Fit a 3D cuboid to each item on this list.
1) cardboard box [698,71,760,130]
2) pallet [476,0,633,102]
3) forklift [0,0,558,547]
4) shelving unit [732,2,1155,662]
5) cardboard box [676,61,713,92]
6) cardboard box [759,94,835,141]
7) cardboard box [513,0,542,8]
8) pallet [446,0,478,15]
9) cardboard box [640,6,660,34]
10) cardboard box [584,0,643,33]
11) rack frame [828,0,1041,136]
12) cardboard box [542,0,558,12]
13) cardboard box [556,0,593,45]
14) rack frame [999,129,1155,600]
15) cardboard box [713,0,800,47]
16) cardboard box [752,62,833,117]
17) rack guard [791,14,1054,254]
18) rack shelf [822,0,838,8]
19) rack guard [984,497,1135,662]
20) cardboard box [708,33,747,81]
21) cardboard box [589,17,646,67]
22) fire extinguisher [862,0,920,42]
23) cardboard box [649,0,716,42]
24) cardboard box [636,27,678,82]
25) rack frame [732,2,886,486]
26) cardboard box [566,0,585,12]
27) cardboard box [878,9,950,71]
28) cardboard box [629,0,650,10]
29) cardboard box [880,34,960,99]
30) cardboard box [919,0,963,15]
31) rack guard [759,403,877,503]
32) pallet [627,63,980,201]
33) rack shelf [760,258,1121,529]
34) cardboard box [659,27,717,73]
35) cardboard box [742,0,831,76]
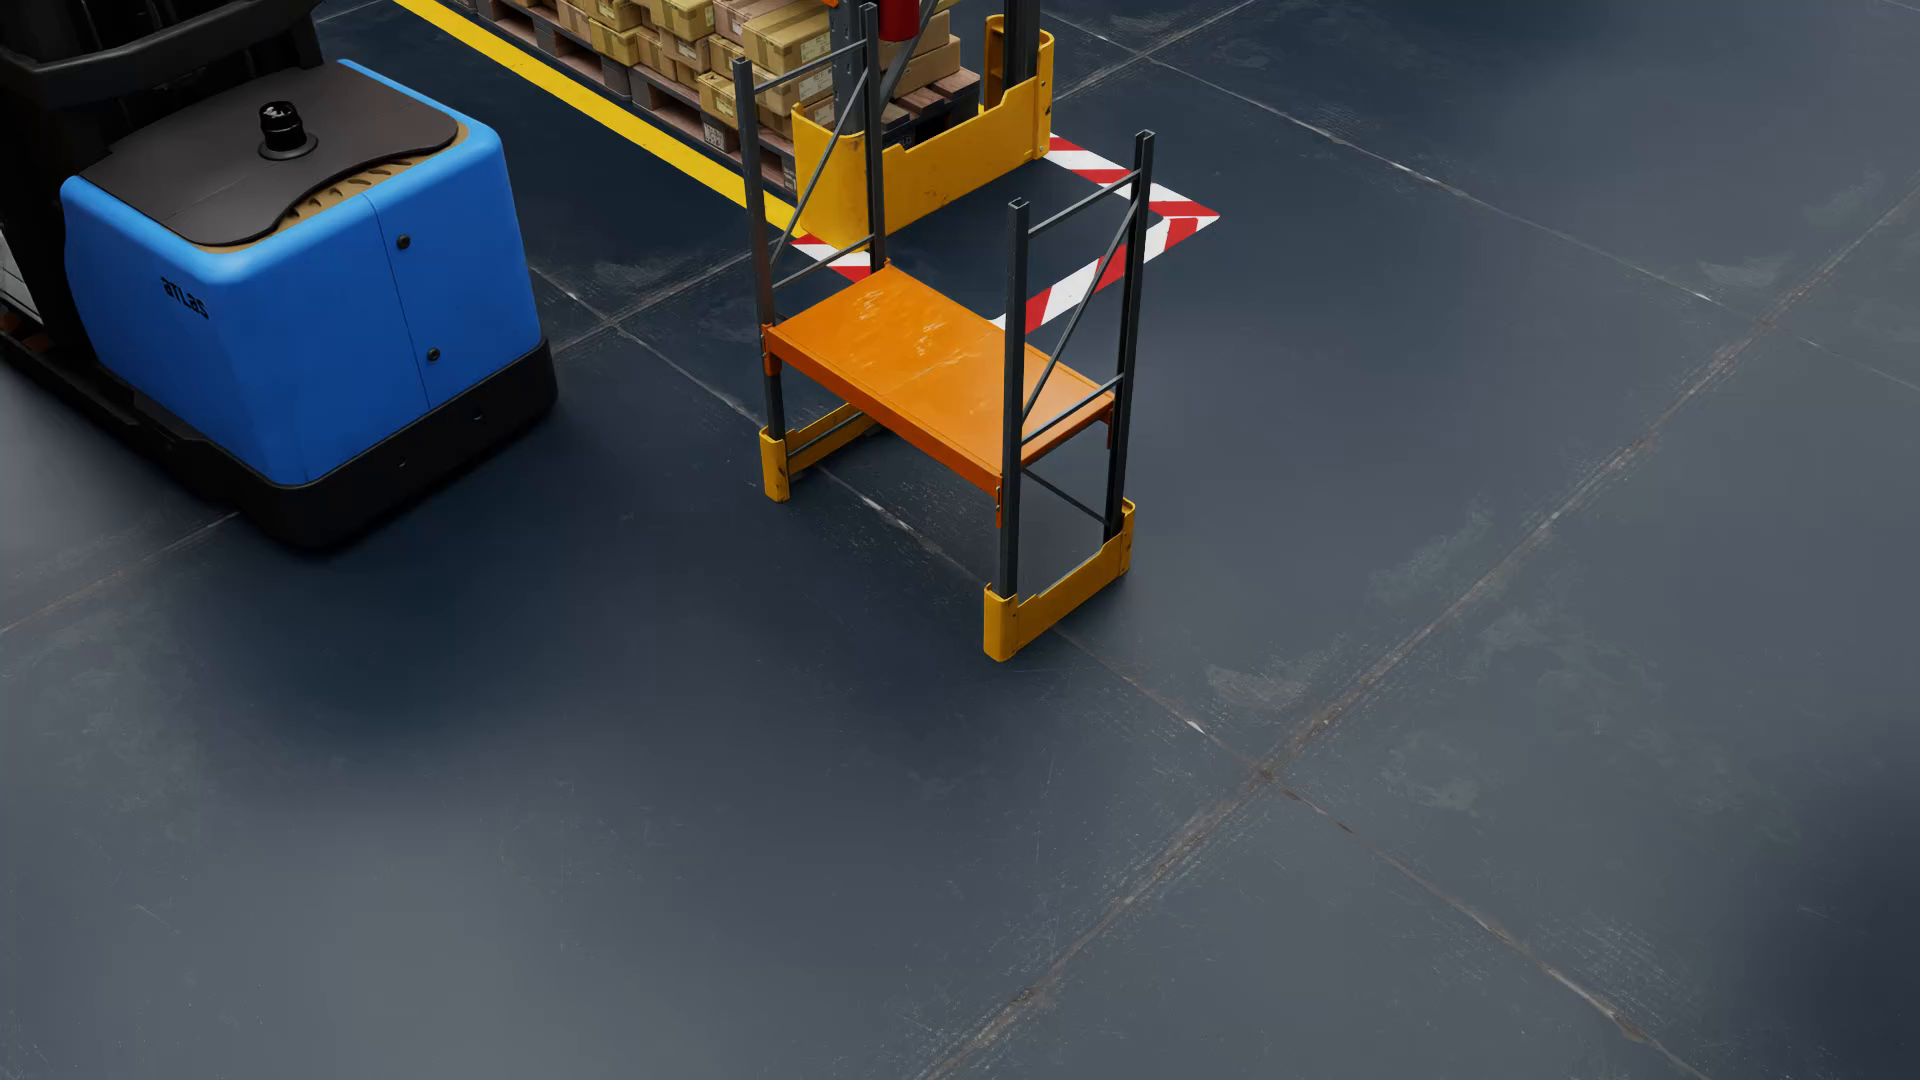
[{"bbox_3d":[-0.848,-1.857,6.840,0.380,0.149,0.250,-32,52,-30],"label":"cardboard box"},{"bbox_3d":[-1.535,-2.527,7.829,1.003,0.211,1.213,-34,53,-31],"label":"pallet"},{"bbox_3d":[-2.839,-1.890,5.135,3.031,2.935,1.130,28,50,27],"label":"forklift"},{"bbox_3d":[-0.054,-0.587,4.781,0.587,1.500,1.083,-34,53,-31],"label":"shelving unit"},{"bbox_3d":[-0.973,-2.025,7.022,0.250,0.149,0.380,34,52,31],"label":"cardboard box"},{"bbox_3d":[-0.595,-1.782,6.759,0.380,0.149,0.250,-33,52,-31],"label":"cardboard box"},{"bbox_3d":[-1.925,-2.618,7.664,0.250,0.149,0.380,33,52,30],"label":"cardboard box"},{"bbox_3d":[-2.401,-3.114,8.464,1.003,0.211,1.213,-34,53,-31],"label":"pallet"},{"bbox_3d":[-1.135,-2.282,7.081,0.250,0.149,0.380,34,52,31],"label":"cardboard box"},{"bbox_3d":[-1.393,-2.346,7.151,0.380,0.149,0.250,-33,52,-31],"label":"cardboard box"},{"bbox_3d":[-0.075,-2.521,5.768,1.000,3.000,0.127,-34,53,-31],"label":"rack frame"},{"bbox_3d":[-1.686,-2.528,7.567,0.380,0.149,0.250,-33,52,-30],"label":"cardboard box"},{"bbox_3d":[-1.560,-2.371,7.397,0.380,0.149,0.250,-33,52,-31],"label":"cardboard box"},{"bbox_3d":[0.299,-0.348,4.521,0.500,1.500,0.032,-34,53,-31],"label":"rack frame"},{"bbox_3d":[-0.765,-2.128,6.696,0.380,0.149,0.250,-33,52,-31],"label":"cardboard box"},{"bbox_3d":[-0.650,-1.855,6.619,0.250,0.149,0.380,33,52,30],"label":"cardboard box"},{"bbox_3d":[-0.129,-1.640,6.656,1.175,0.500,0.348,-34,53,-31],"label":"rack guard"},{"bbox_3d":[-1.488,-3.218,7.053,1.077,0.370,4.000,-34,53,-31],"label":"rack shelf"},{"bbox_3d":[0.298,0.111,4.946,0.587,0.250,0.087,-34,53,-31],"label":"rack guard"},{"bbox_3d":[-0.796,-2.006,6.783,0.250,0.149,0.380,33,52,31],"label":"cardboard box"},{"bbox_3d":[-1.382,-2.230,7.244,0.250,0.149,0.380,32,51,30],"label":"cardboard box"},{"bbox_3d":[-0.224,-2.014,5.551,0.296,0.674,0.183,-34,53,-31],"label":"fire extinguisher"},{"bbox_3d":[-1.038,-2.192,6.765,0.250,0.149,0.380,33,52,31],"label":"cardboard box"},{"bbox_3d":[-1.157,-2.137,7.144,0.380,0.149,0.250,-34,52,-31],"label":"cardboard box"},{"bbox_3d":[-0.419,-0.836,5.050,0.500,1.500,0.032,-34,53,-31],"label":"rack frame"},{"bbox_3d":[-1.561,-2.478,7.294,0.380,0.149,0.250,-31,51,-29],"label":"cardboard box"},{"bbox_3d":[-0.263,-2.113,6.898,0.380,0.149,0.250,-32,51,-30],"label":"cardboard box"},{"bbox_3d":[-1.176,-2.347,6.932,0.250,0.149,0.380,32,52,30],"label":"cardboard box"},{"bbox_3d":[-0.219,-2.034,7.032,0.380,0.149,0.250,-33,52,-31],"label":"cardboard box"},{"bbox_3d":[-0.205,-2.262,6.840,0.250,0.149,0.380,32,51,30],"label":"cardboard box"},{"bbox_3d":[-0.406,-0.368,5.464,0.587,0.250,0.087,-34,53,-31],"label":"rack guard"},{"bbox_3d":[-0.678,-1.941,7.195,1.003,0.211,1.213,-34,53,-31],"label":"pallet"},{"bbox_3d":[-0.060,-0.460,4.907,0.538,0.185,1.000,-34,53,-31],"label":"rack shelf"},{"bbox_3d":[-1.018,-2.103,6.888,0.250,0.149,0.380,32,52,30],"label":"cardboard box"},{"bbox_3d":[-0.628,-1.980,6.535,0.380,0.149,0.250,-33,52,-31],"label":"cardboard box"}]
